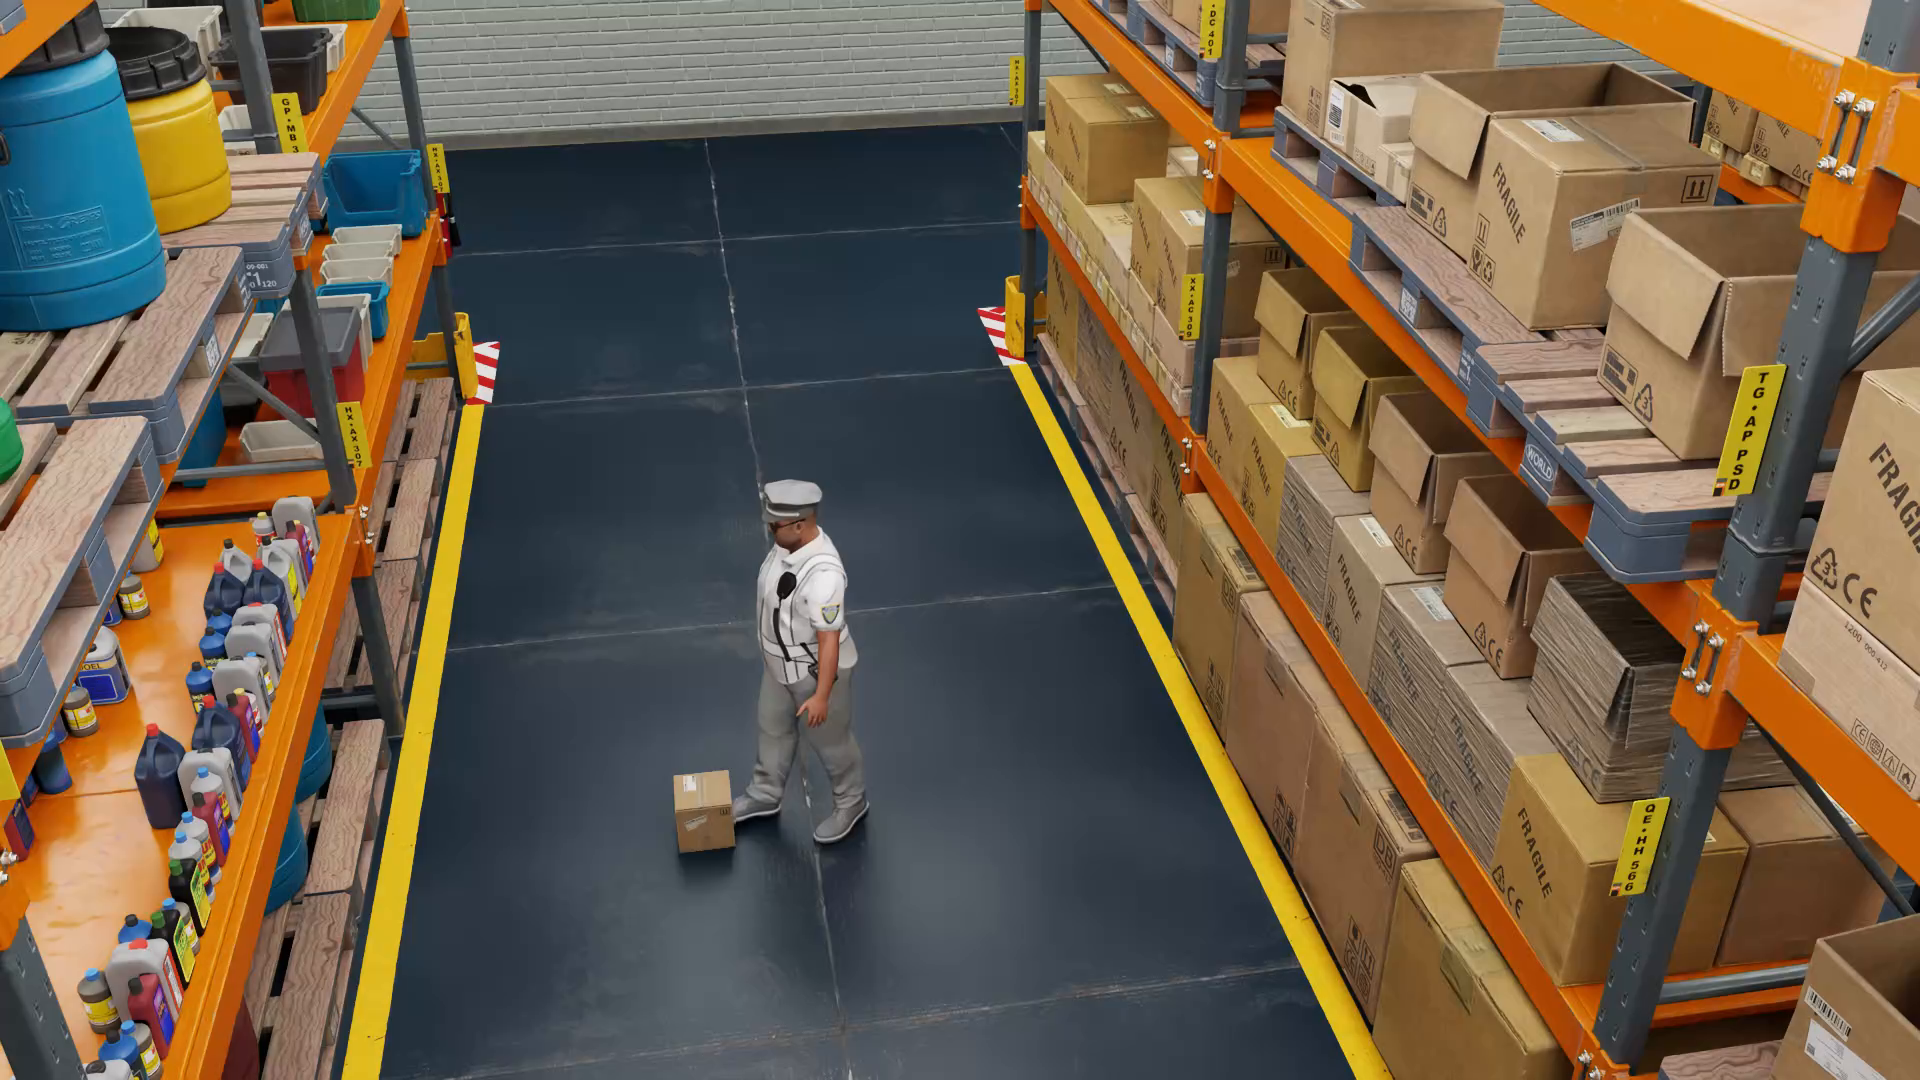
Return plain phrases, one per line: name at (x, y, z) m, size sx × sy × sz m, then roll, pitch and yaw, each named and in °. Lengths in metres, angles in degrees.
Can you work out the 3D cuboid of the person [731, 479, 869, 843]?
person at (-0.750, 0.561, 7.169) m, size 0.685 × 1.743 × 0.569 m, roll -15°, pitch 34°, yaw -24°
